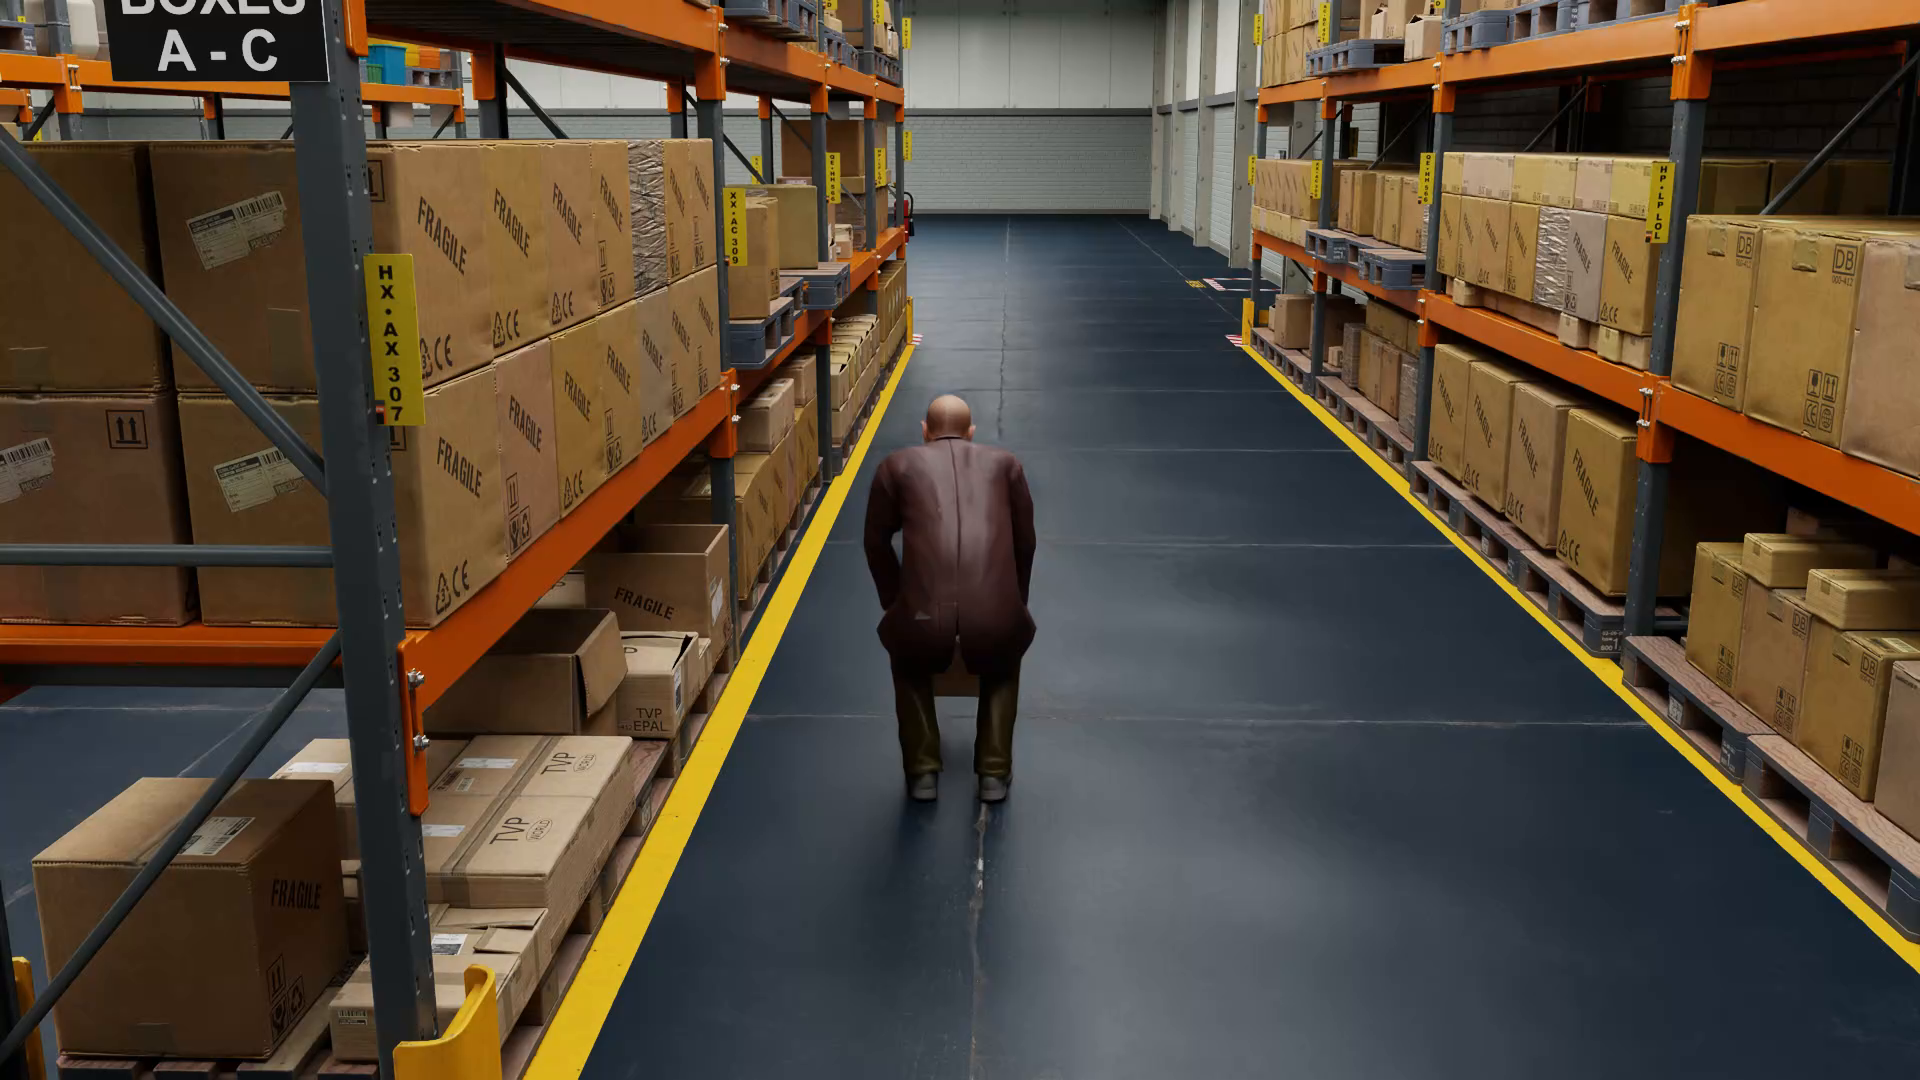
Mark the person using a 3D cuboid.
[{"bbox_3d":[-0.039,0.218,5.979,0.631,1.382,0.735,0,14,2],"label":"person"}]
